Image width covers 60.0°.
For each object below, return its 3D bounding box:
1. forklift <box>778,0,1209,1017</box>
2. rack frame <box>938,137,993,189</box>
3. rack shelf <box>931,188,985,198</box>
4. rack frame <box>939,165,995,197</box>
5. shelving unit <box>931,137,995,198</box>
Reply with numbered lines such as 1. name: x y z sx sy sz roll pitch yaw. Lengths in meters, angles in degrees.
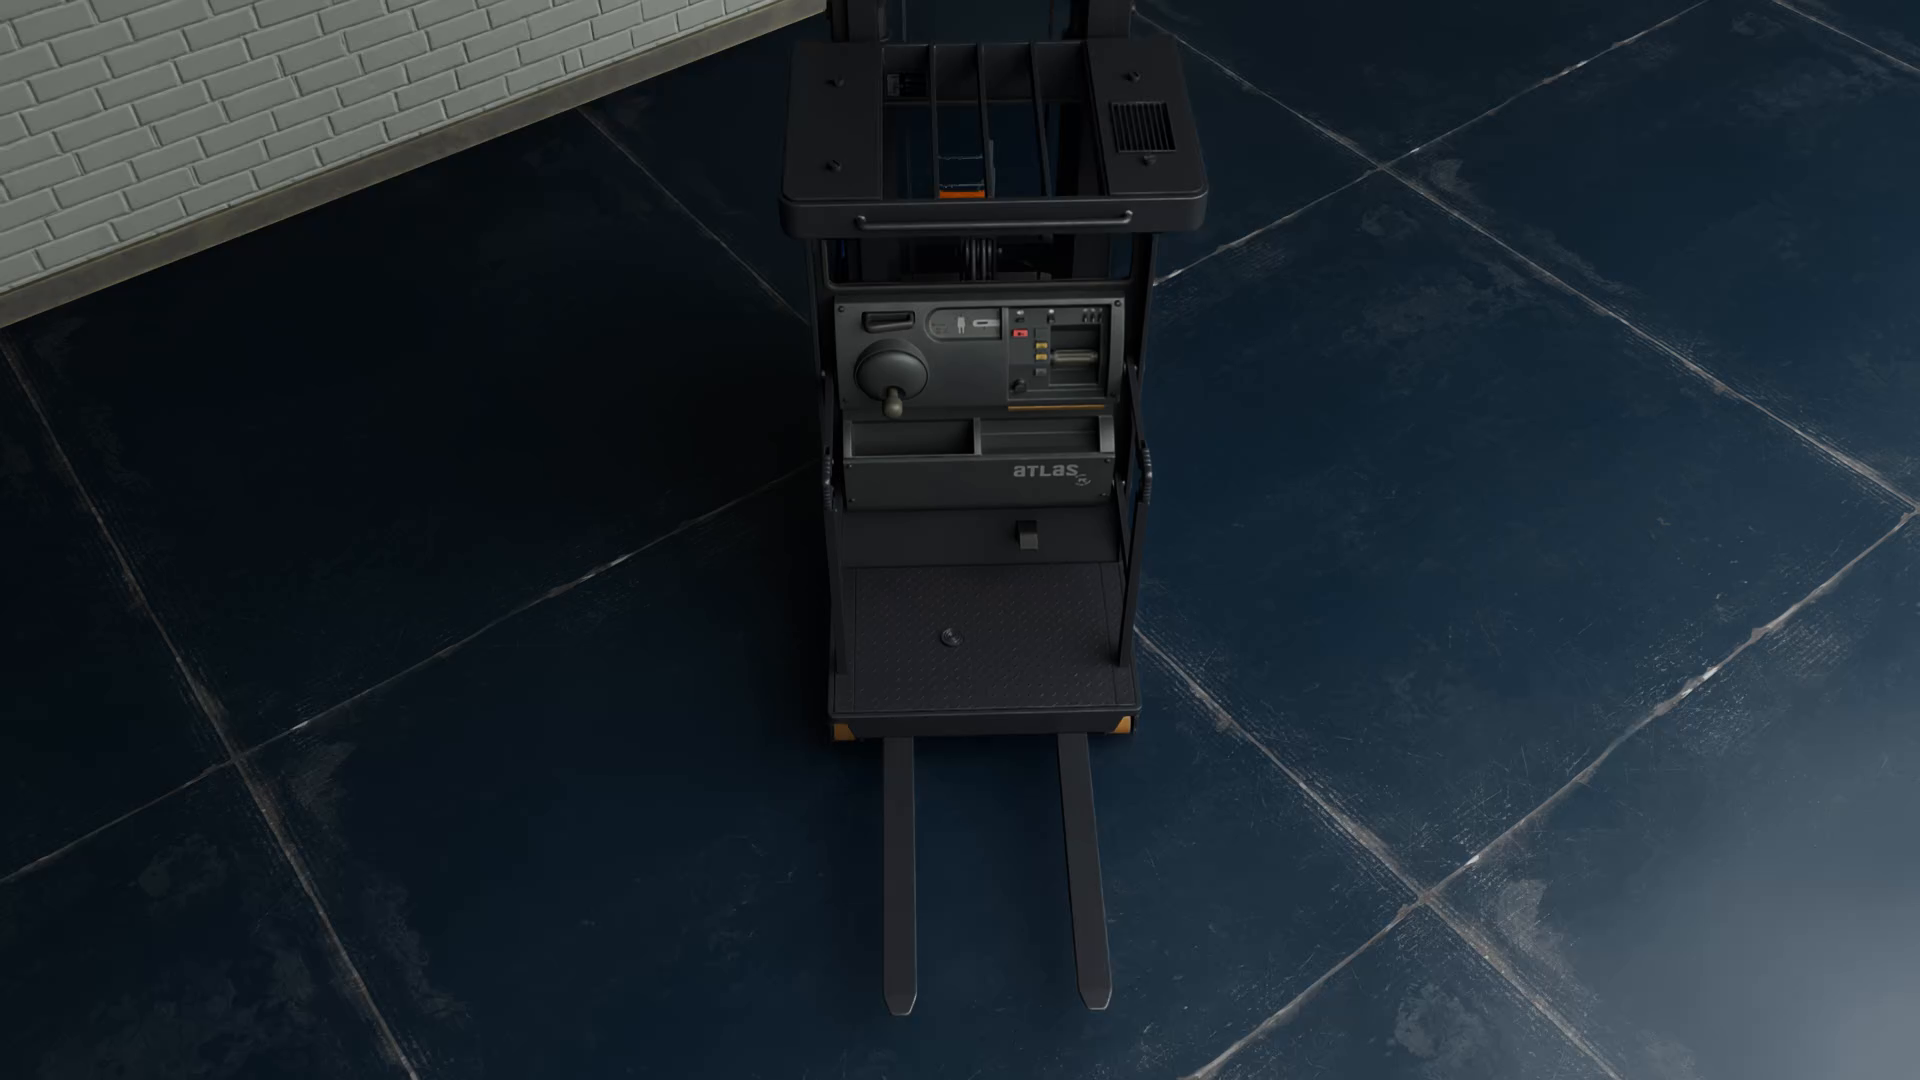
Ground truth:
1. forklift: 0.073 -0.499 5.223 1.130 2.935 3.031 -1 48 -1
2. rack frame: 0.011 -1.182 7.010 0.240 1.200 0.006 -1 48 -1
3. rack shelf: 0.014 -1.327 6.716 0.258 0.103 0.180 -1 48 -1
4. rack frame: 0.017 -1.047 6.887 0.240 1.200 0.006 -1 48 -1
5. shelving unit: 0.014 -1.114 6.949 0.258 1.200 0.189 -1 48 -1
